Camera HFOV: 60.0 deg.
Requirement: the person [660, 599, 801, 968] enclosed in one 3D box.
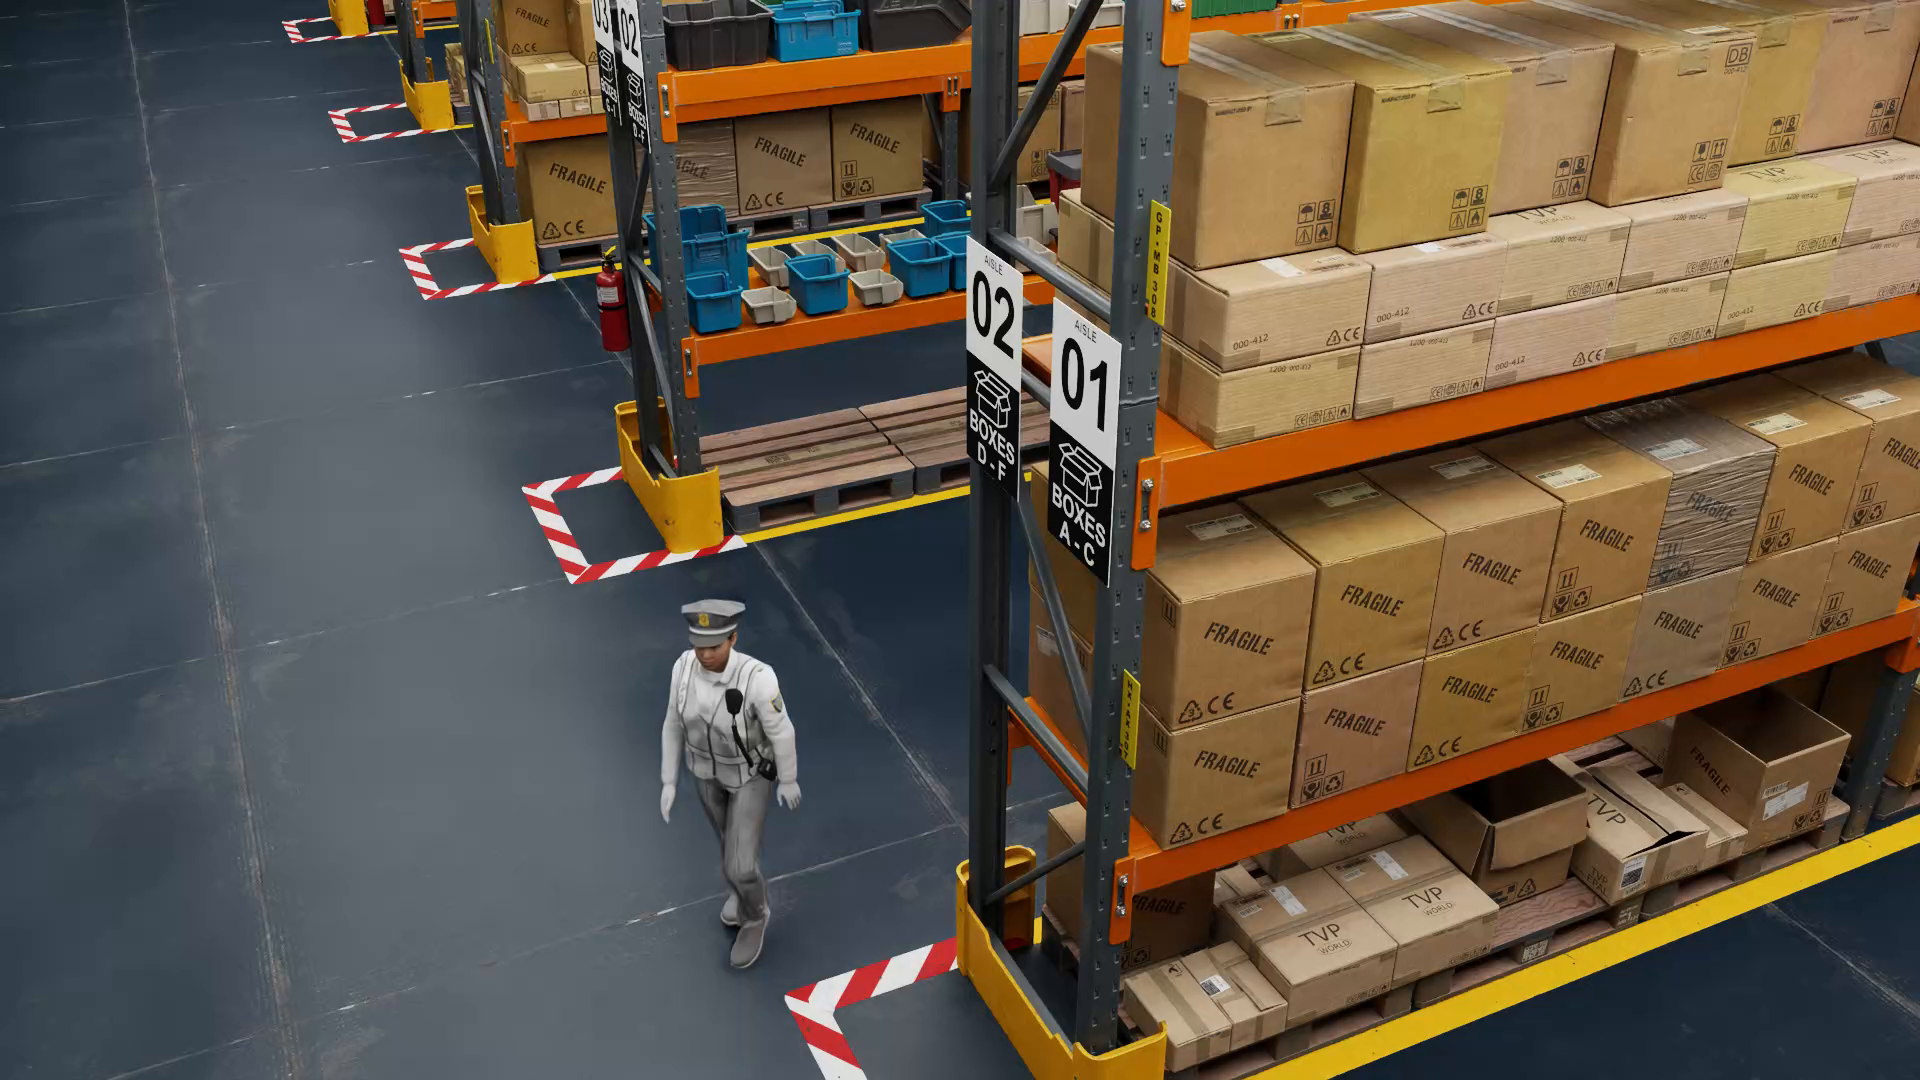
[{"bbox_3d":[-0.917,0.960,6.725,0.536,1.717,0.532,9,31,15],"label":"person"}]
